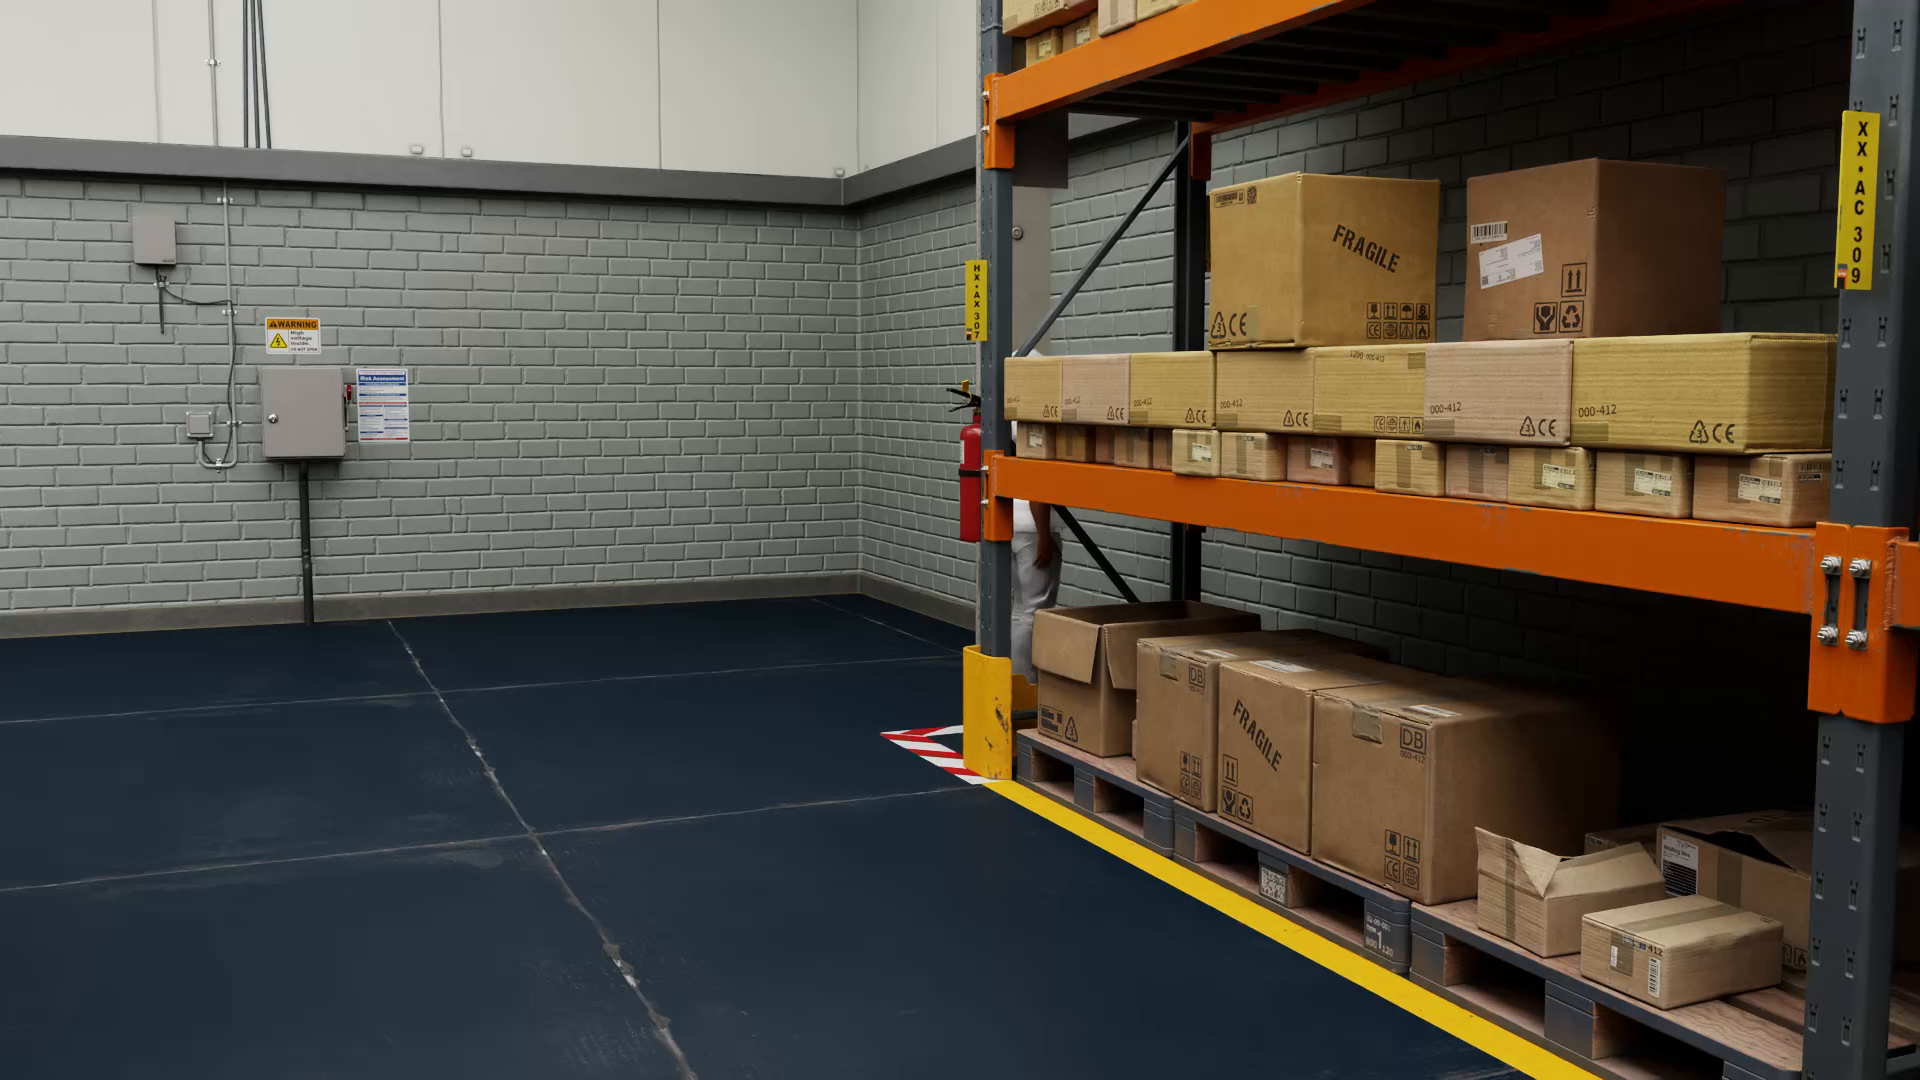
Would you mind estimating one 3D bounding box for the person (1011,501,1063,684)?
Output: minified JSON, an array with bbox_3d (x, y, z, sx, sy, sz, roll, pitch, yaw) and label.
[{"bbox_3d":[0.326,-0.055,8.110,0.301,1.664,0.560,-1,6,-15],"label":"person"}]
